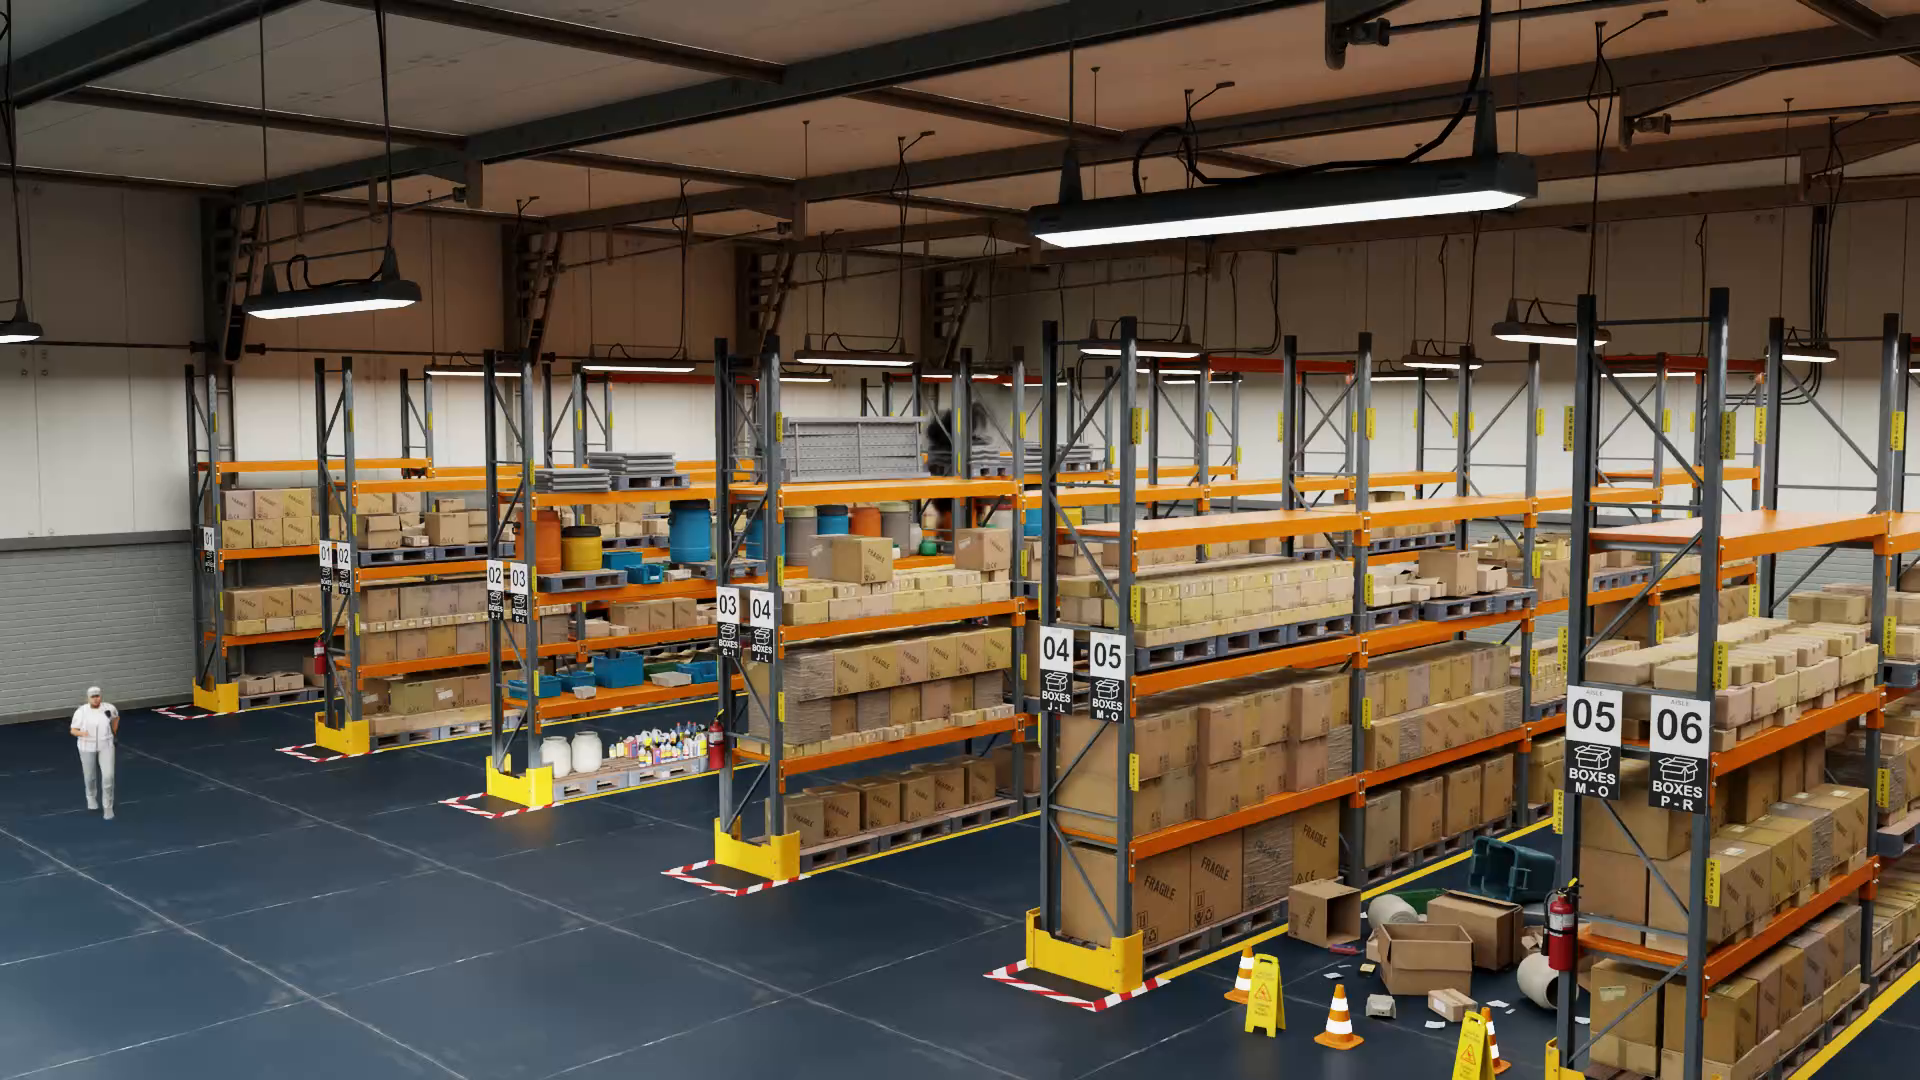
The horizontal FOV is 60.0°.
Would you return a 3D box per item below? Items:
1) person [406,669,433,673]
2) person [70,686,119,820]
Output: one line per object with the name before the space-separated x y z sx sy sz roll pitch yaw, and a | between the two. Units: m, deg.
person | -9.167 2.084 28.269 0.656 1.814 0.918 3 5 36
person | -11.088 2.712 21.346 0.564 1.716 0.836 -2 5 -28
